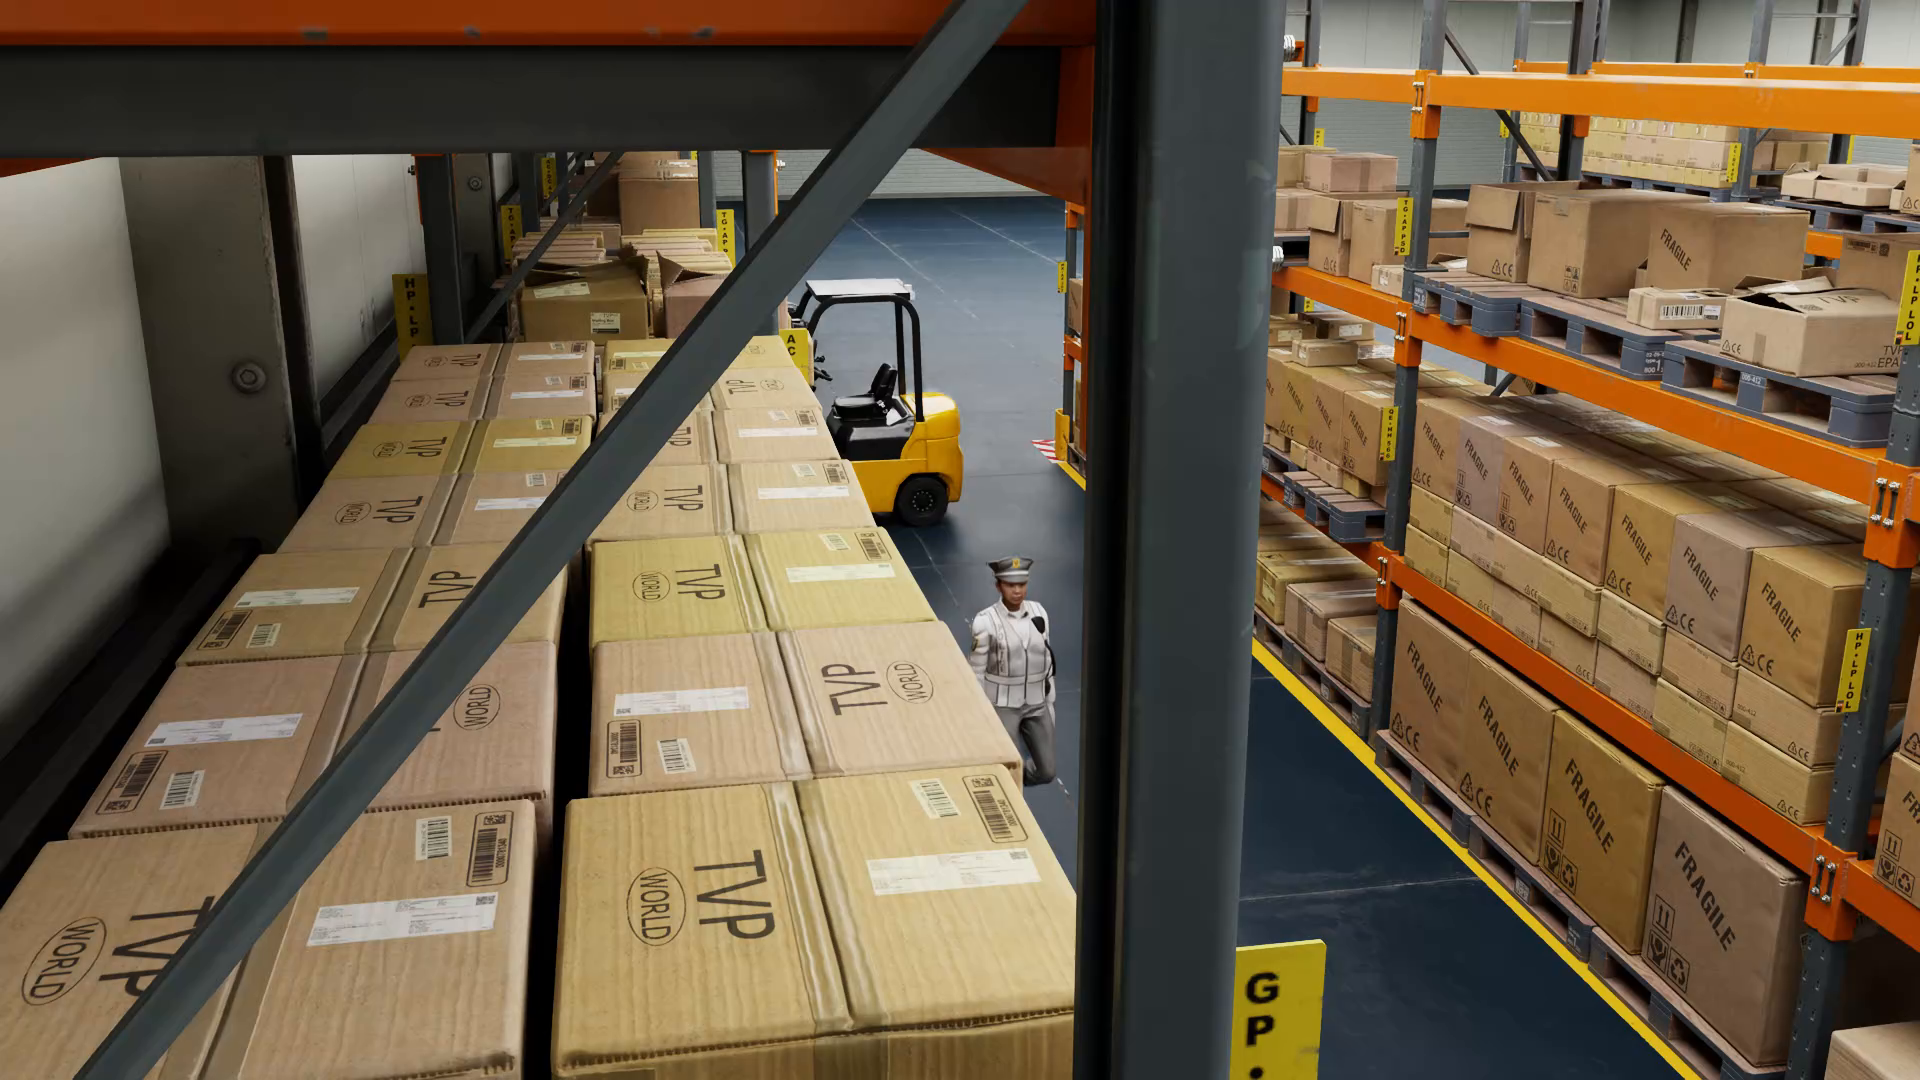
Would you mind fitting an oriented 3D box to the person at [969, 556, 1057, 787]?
[{"bbox_3d":[0.281,0.876,8.956,0.488,1.676,0.551,-8,18,-25],"label":"person"}]
